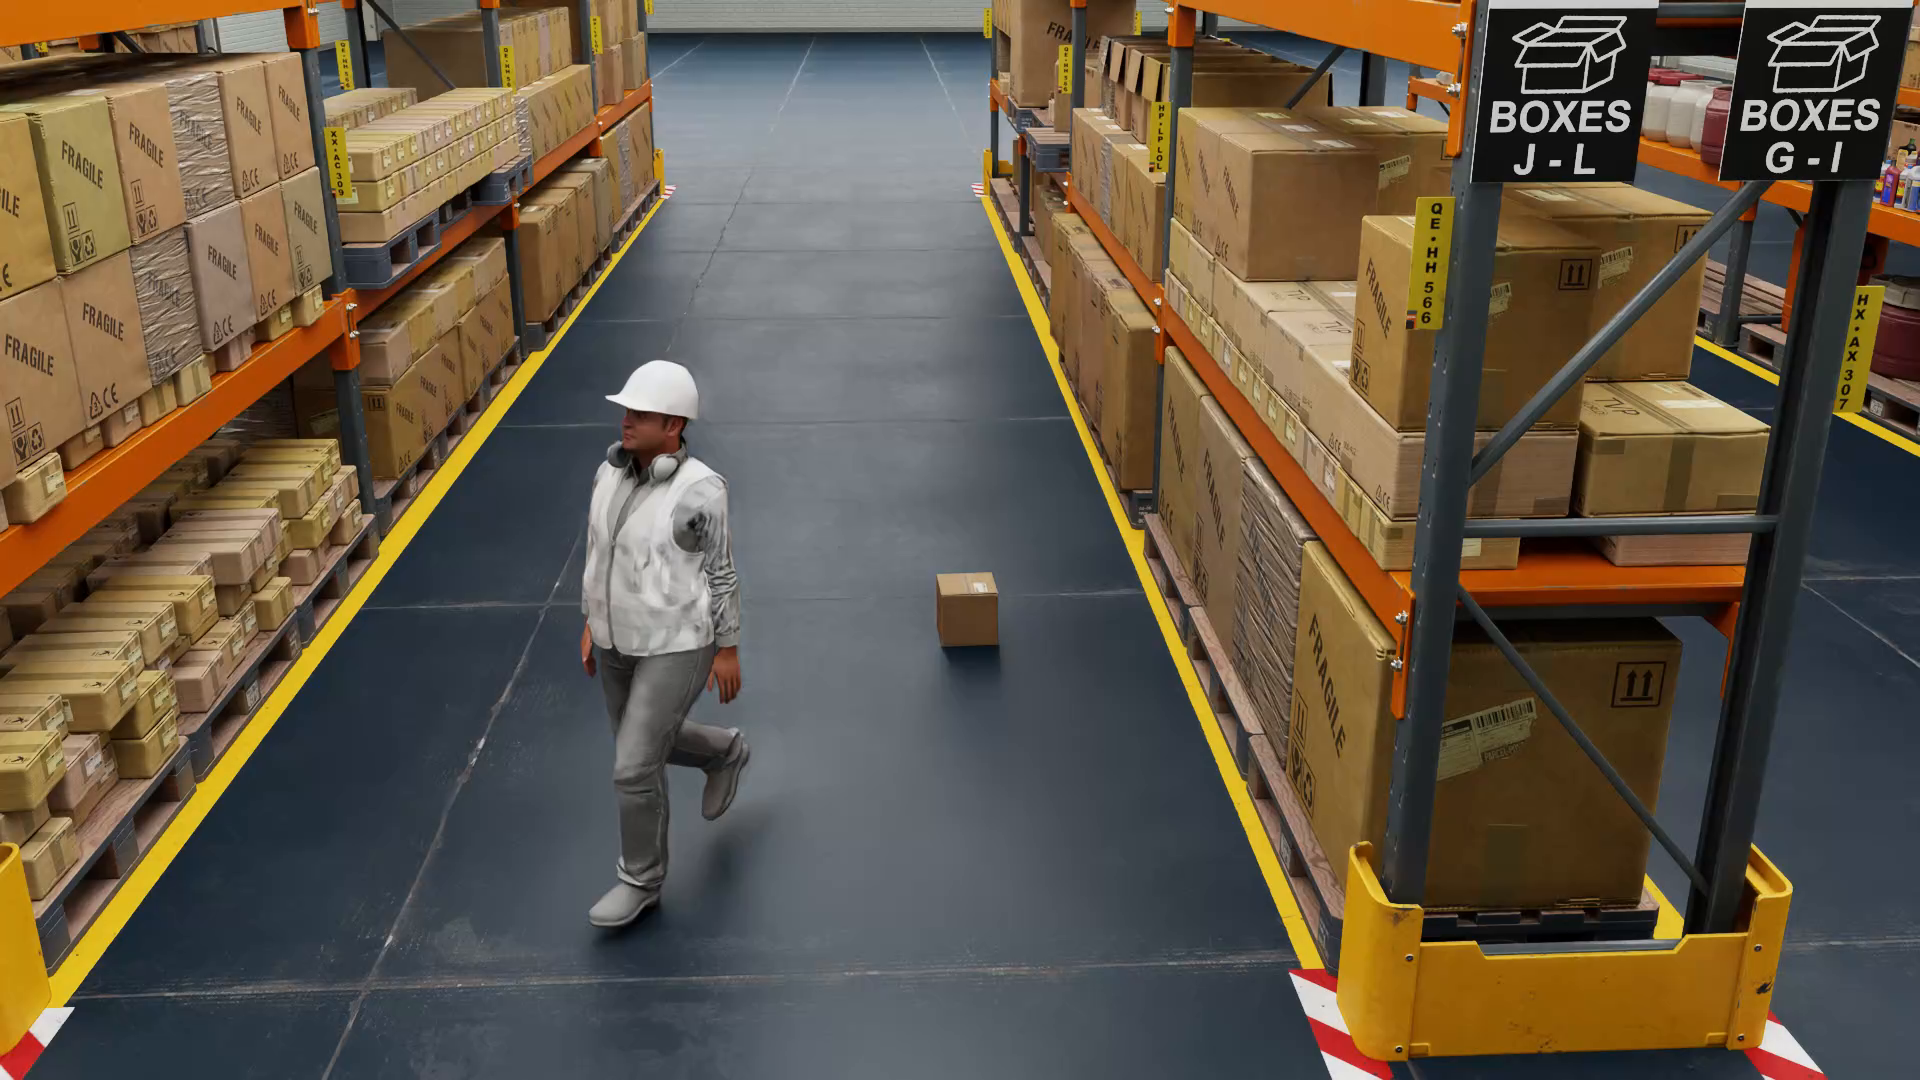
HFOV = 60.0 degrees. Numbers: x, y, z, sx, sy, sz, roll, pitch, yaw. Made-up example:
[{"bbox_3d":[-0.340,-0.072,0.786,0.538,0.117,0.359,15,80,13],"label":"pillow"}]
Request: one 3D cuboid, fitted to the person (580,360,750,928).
[{"bbox_3d":[-0.953,0.282,5.274,0.550,1.735,0.898,15,25,35],"label":"person"}]
